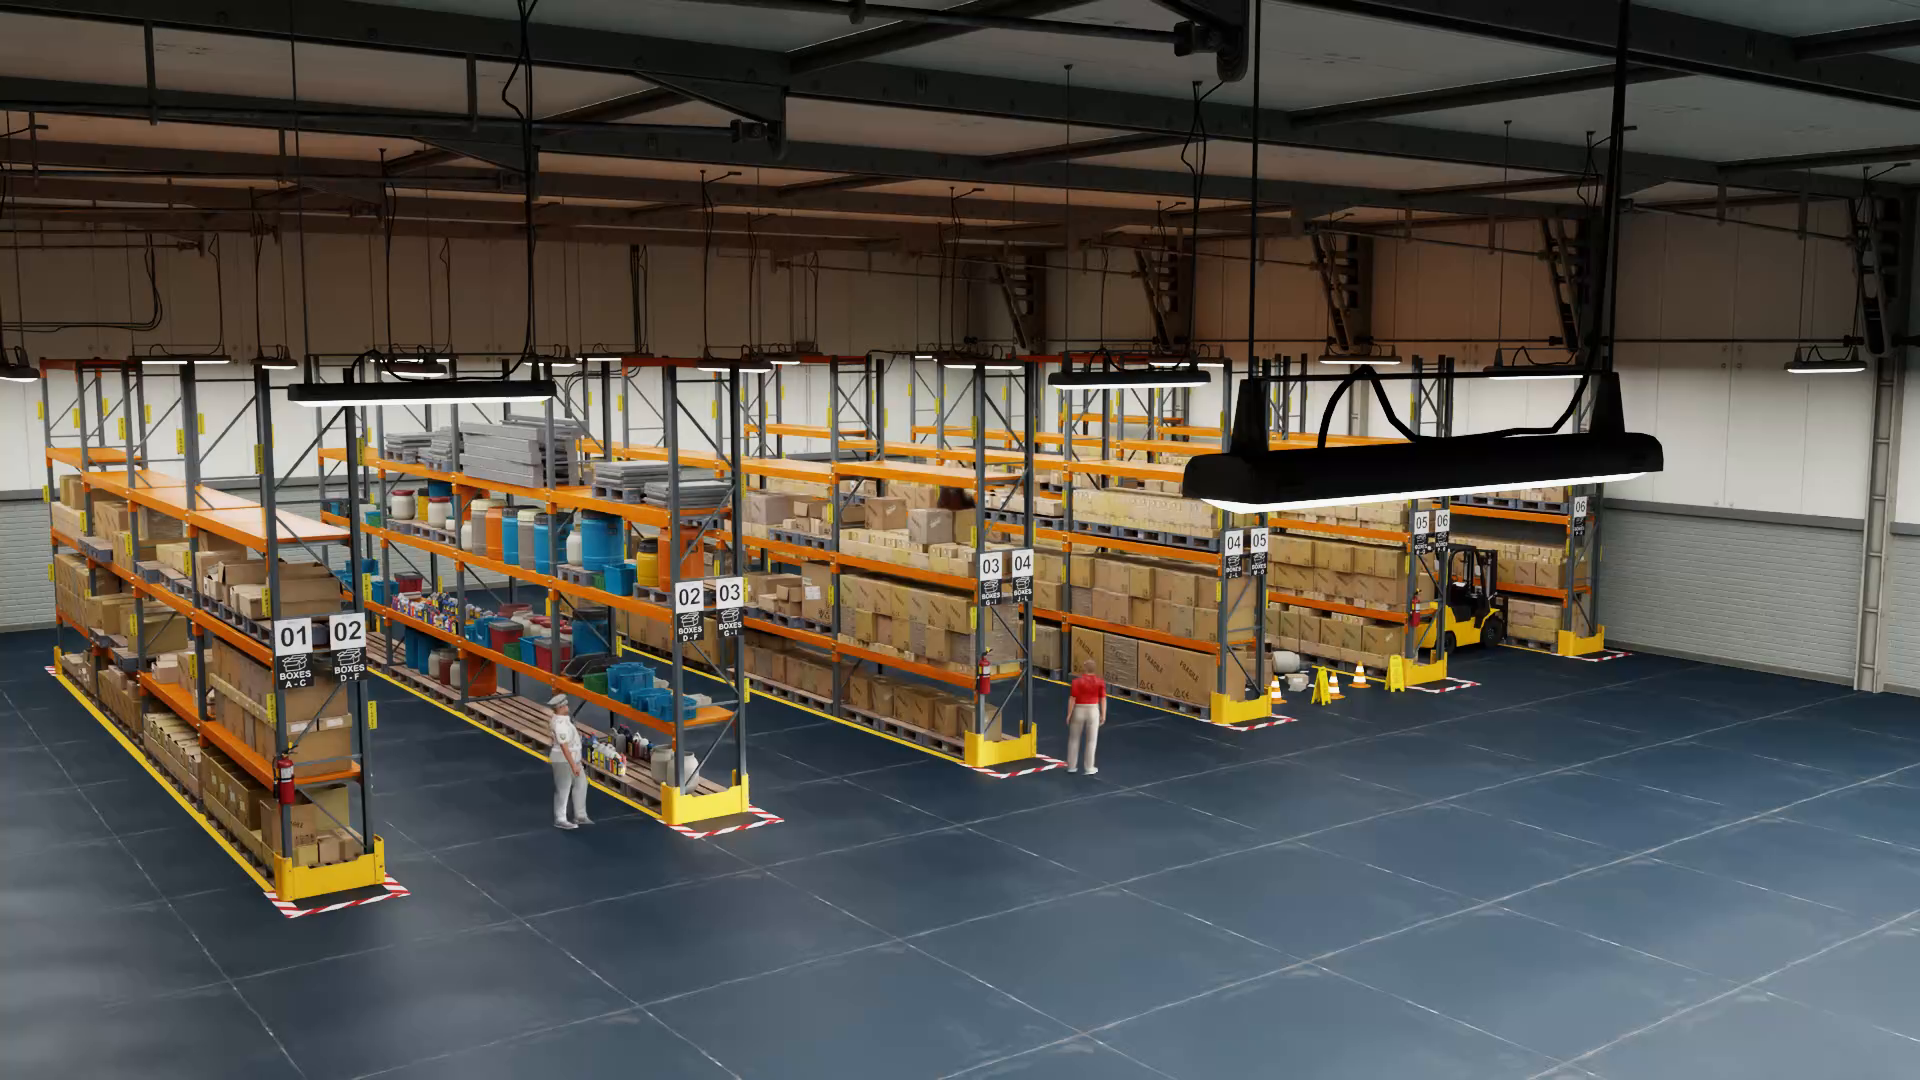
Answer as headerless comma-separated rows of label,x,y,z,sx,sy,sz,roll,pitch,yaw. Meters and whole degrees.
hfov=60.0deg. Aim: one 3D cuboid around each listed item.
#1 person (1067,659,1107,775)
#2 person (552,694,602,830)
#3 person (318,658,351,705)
person,1.859,2.578,24.305,0.574,1.727,0.474,2,7,13
person,-5.020,2.897,21.579,0.584,1.813,0.544,1,7,8
person,-9.527,2.544,24.658,0.801,1.777,1.006,-5,8,-36
